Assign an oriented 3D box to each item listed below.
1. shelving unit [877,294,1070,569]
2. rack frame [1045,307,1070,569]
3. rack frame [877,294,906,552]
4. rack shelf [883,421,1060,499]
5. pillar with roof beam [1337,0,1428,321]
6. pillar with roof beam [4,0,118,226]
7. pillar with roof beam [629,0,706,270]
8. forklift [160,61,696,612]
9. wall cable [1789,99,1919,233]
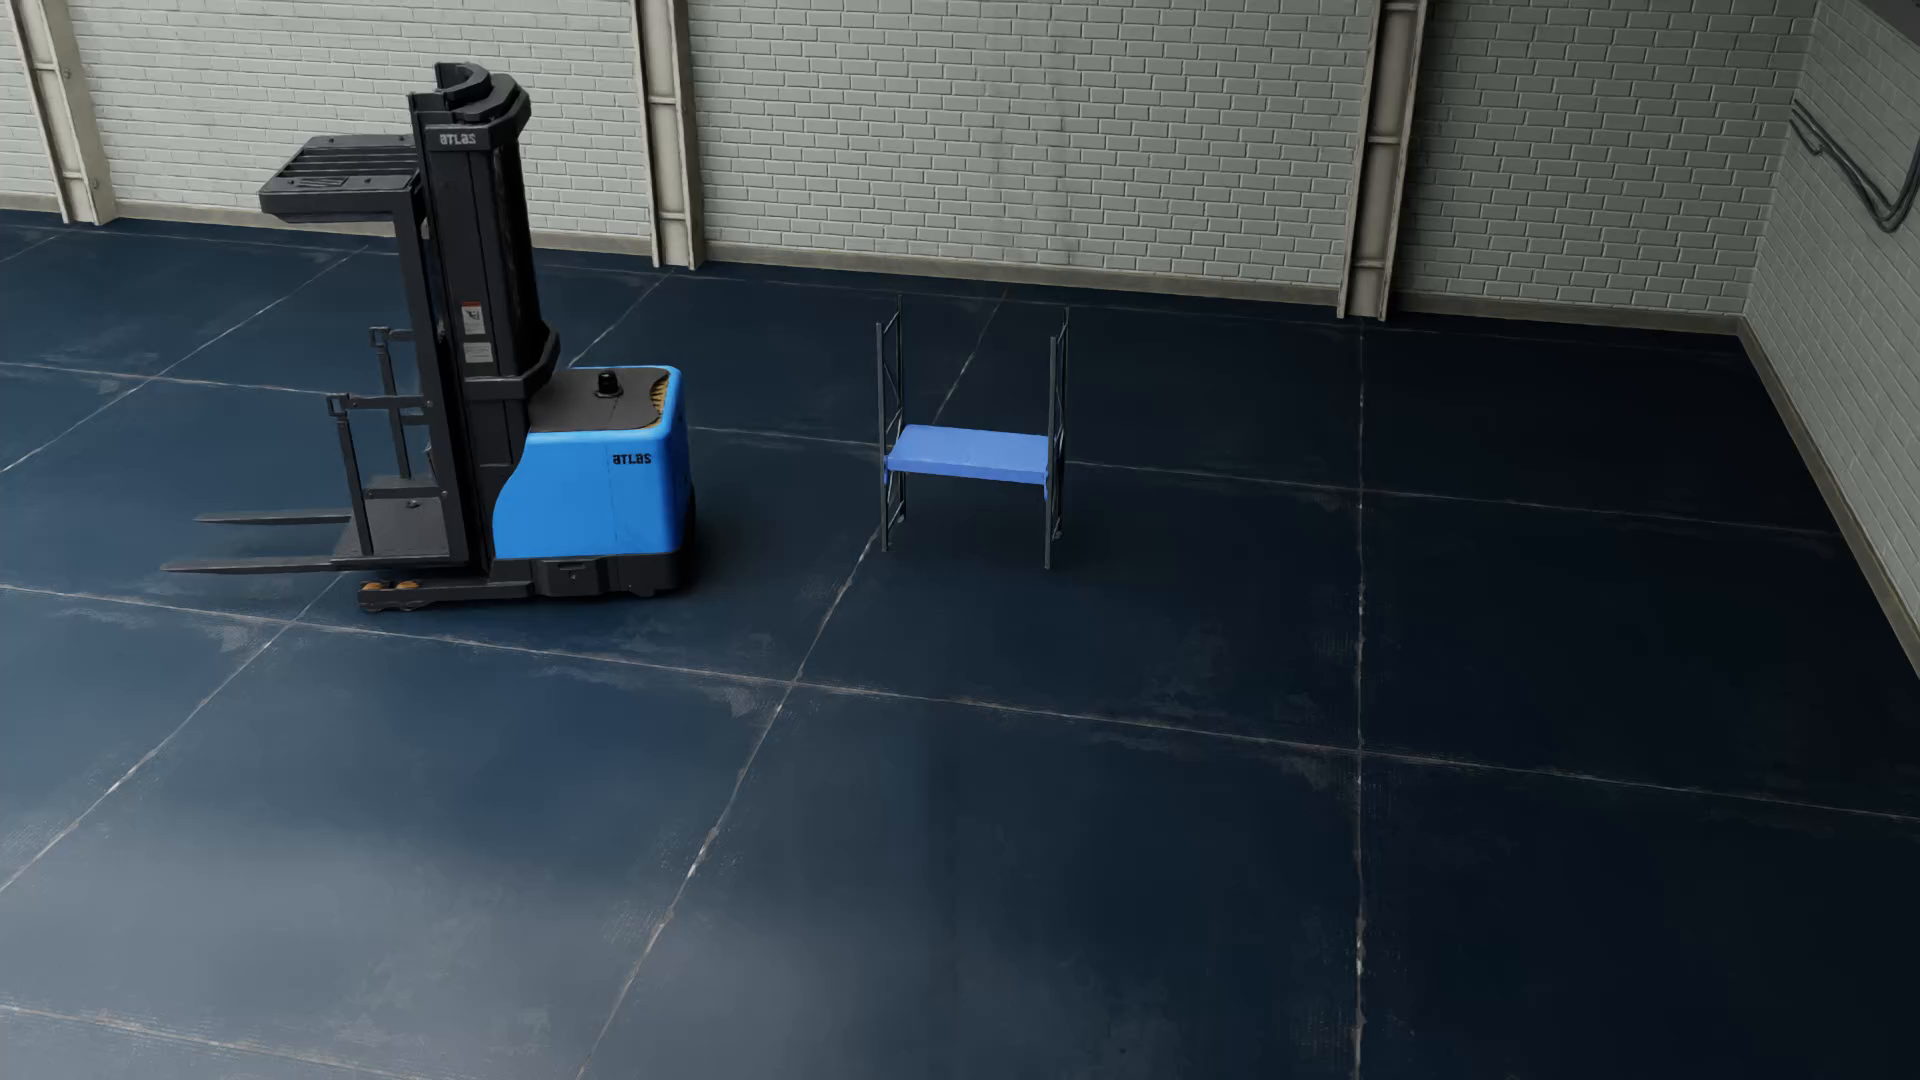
[{"bbox_3d":[0.083,-0.649,10.036,1.048,1.500,0.538,6,29,11],"label":"shelving unit"},{"bbox_3d":[0.581,-0.598,9.943,0.032,1.500,0.500,6,29,11],"label":"rack frame"},{"bbox_3d":[-0.414,-0.700,10.129,0.032,1.500,0.500,6,29,11],"label":"rack frame"},{"bbox_3d":[0.083,-0.492,10.123,1.000,0.185,0.538,6,29,11],"label":"rack shelf"},{"bbox_3d":[2.450,-3.819,8.016,0.400,9.000,9.100,6,29,11],"label":"pillar with roof beam"},{"bbox_3d":[-9.285,-5.022,10.214,0.400,9.000,9.100,6,29,11],"label":"pillar with roof beam"},{"bbox_3d":[-3.418,-4.420,9.115,0.400,9.000,9.100,6,29,11],"label":"pillar with roof beam"},{"bbox_3d":[-3.156,-1.133,9.430,3.031,2.935,1.130,-2,29,-4],"label":"forklift"},{"bbox_3d":[5.954,-3.562,10.781,0.112,2.526,3.097,6,29,11],"label":"wall cable"}]
